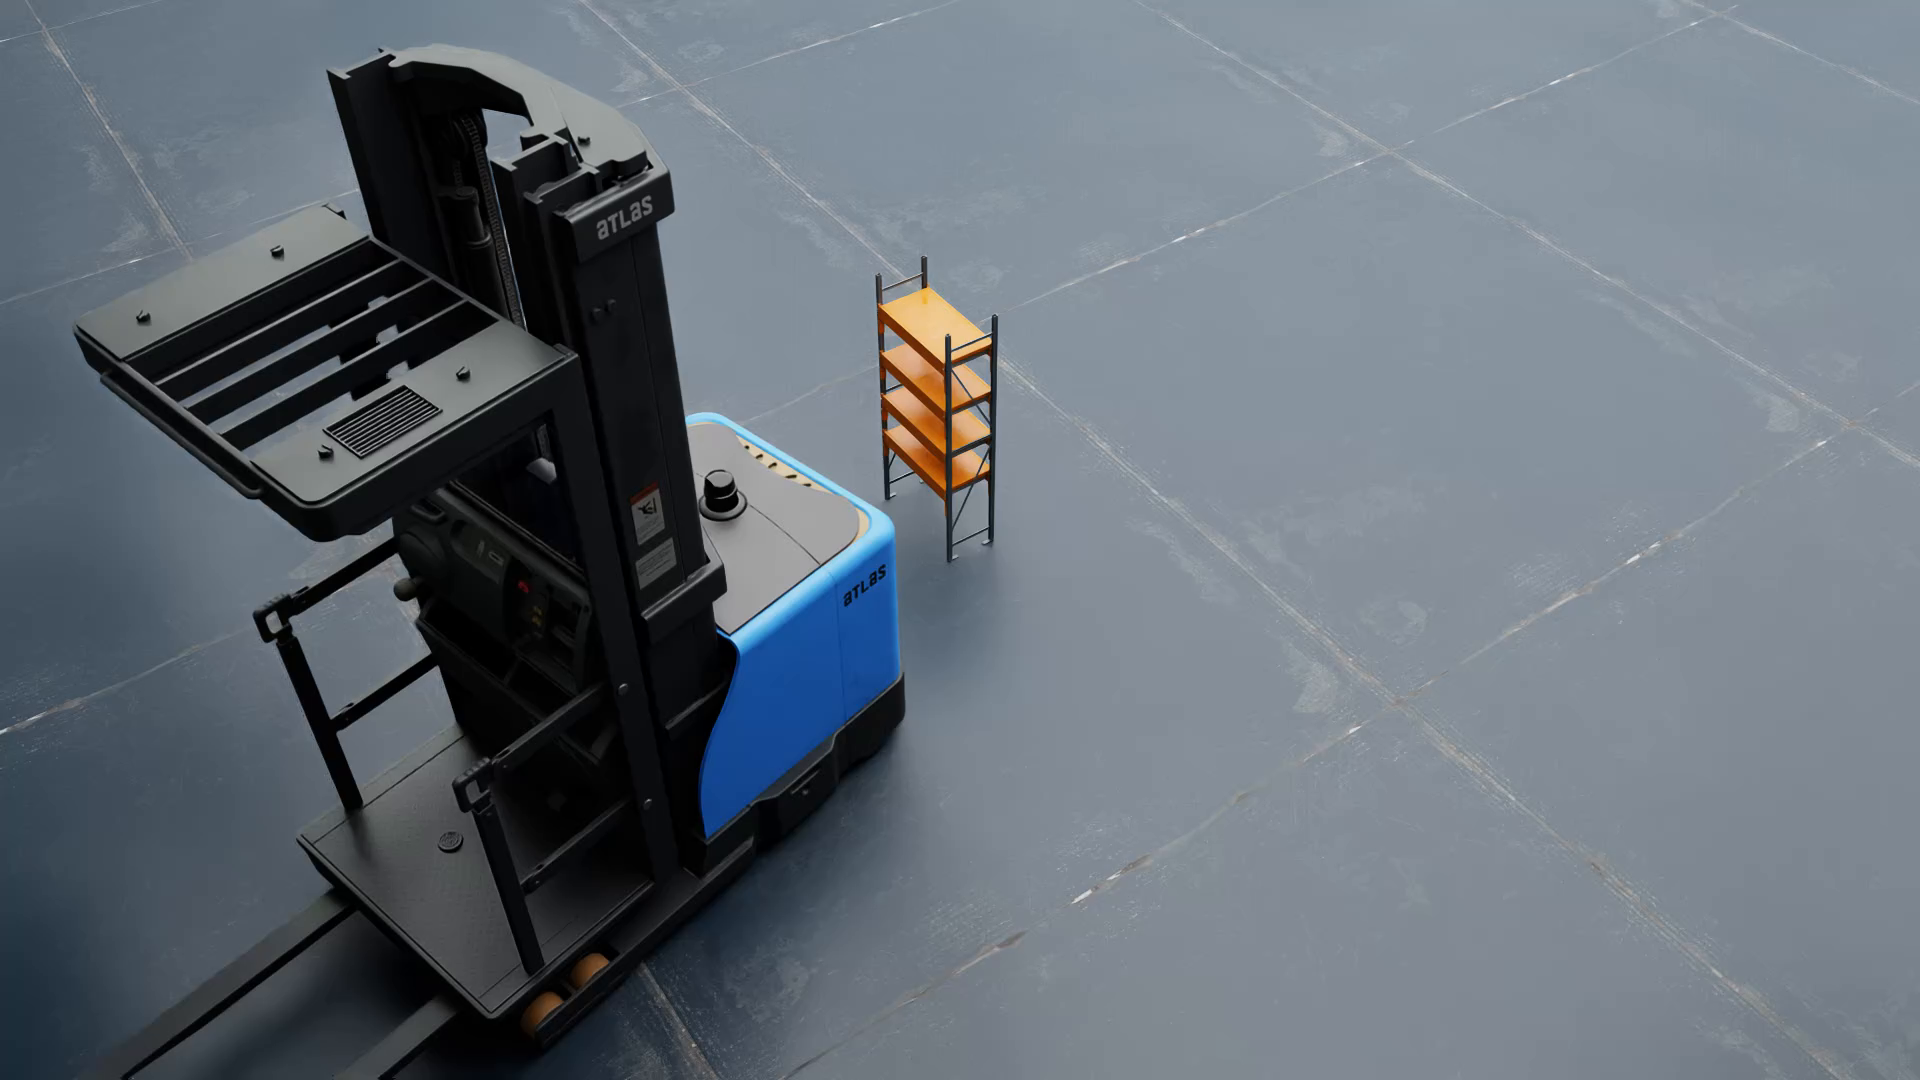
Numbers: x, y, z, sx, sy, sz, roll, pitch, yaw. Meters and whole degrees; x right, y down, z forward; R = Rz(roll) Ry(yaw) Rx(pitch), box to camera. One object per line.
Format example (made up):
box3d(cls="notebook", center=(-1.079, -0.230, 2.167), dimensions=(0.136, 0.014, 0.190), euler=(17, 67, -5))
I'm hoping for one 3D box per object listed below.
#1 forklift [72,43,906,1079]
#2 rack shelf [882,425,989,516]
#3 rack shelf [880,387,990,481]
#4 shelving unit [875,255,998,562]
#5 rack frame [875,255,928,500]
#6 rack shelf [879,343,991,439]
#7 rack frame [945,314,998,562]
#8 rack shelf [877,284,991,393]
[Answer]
box3d(cls="forklift", center=(-1.555, 0.200, 4.909), dimensions=(1.130, 2.935, 3.031), euler=(31, 52, 28))
box3d(cls="rack shelf", center=(-0.095, -0.335, 7.108), dimensions=(0.258, 0.148, 0.480), euler=(-26, 49, -24))
box3d(cls="rack shelf", center=(-0.095, -0.479, 6.971), dimensions=(0.258, 0.148, 0.480), euler=(-26, 49, -24))
box3d(cls="shelving unit", center=(-0.095, -0.528, 6.925), dimensions=(0.258, 1.200, 0.503), euler=(-26, 49, -24))
box3d(cls="rack frame", center=(-0.234, -0.666, 7.070), dimensions=(0.240, 1.200, 0.015), euler=(-26, 49, -24))
box3d(cls="rack shelf", center=(-0.095, -0.641, 6.817), dimensions=(0.258, 0.148, 0.480), euler=(-26, 49, -24))
box3d(cls="rack frame", center=(0.045, -0.390, 6.780), dimensions=(0.240, 1.200, 0.015), euler=(-26, 49, -24))
box3d(cls="rack shelf", center=(-0.095, -0.812, 6.654), dimensions=(0.258, 0.148, 0.480), euler=(-26, 49, -24))
